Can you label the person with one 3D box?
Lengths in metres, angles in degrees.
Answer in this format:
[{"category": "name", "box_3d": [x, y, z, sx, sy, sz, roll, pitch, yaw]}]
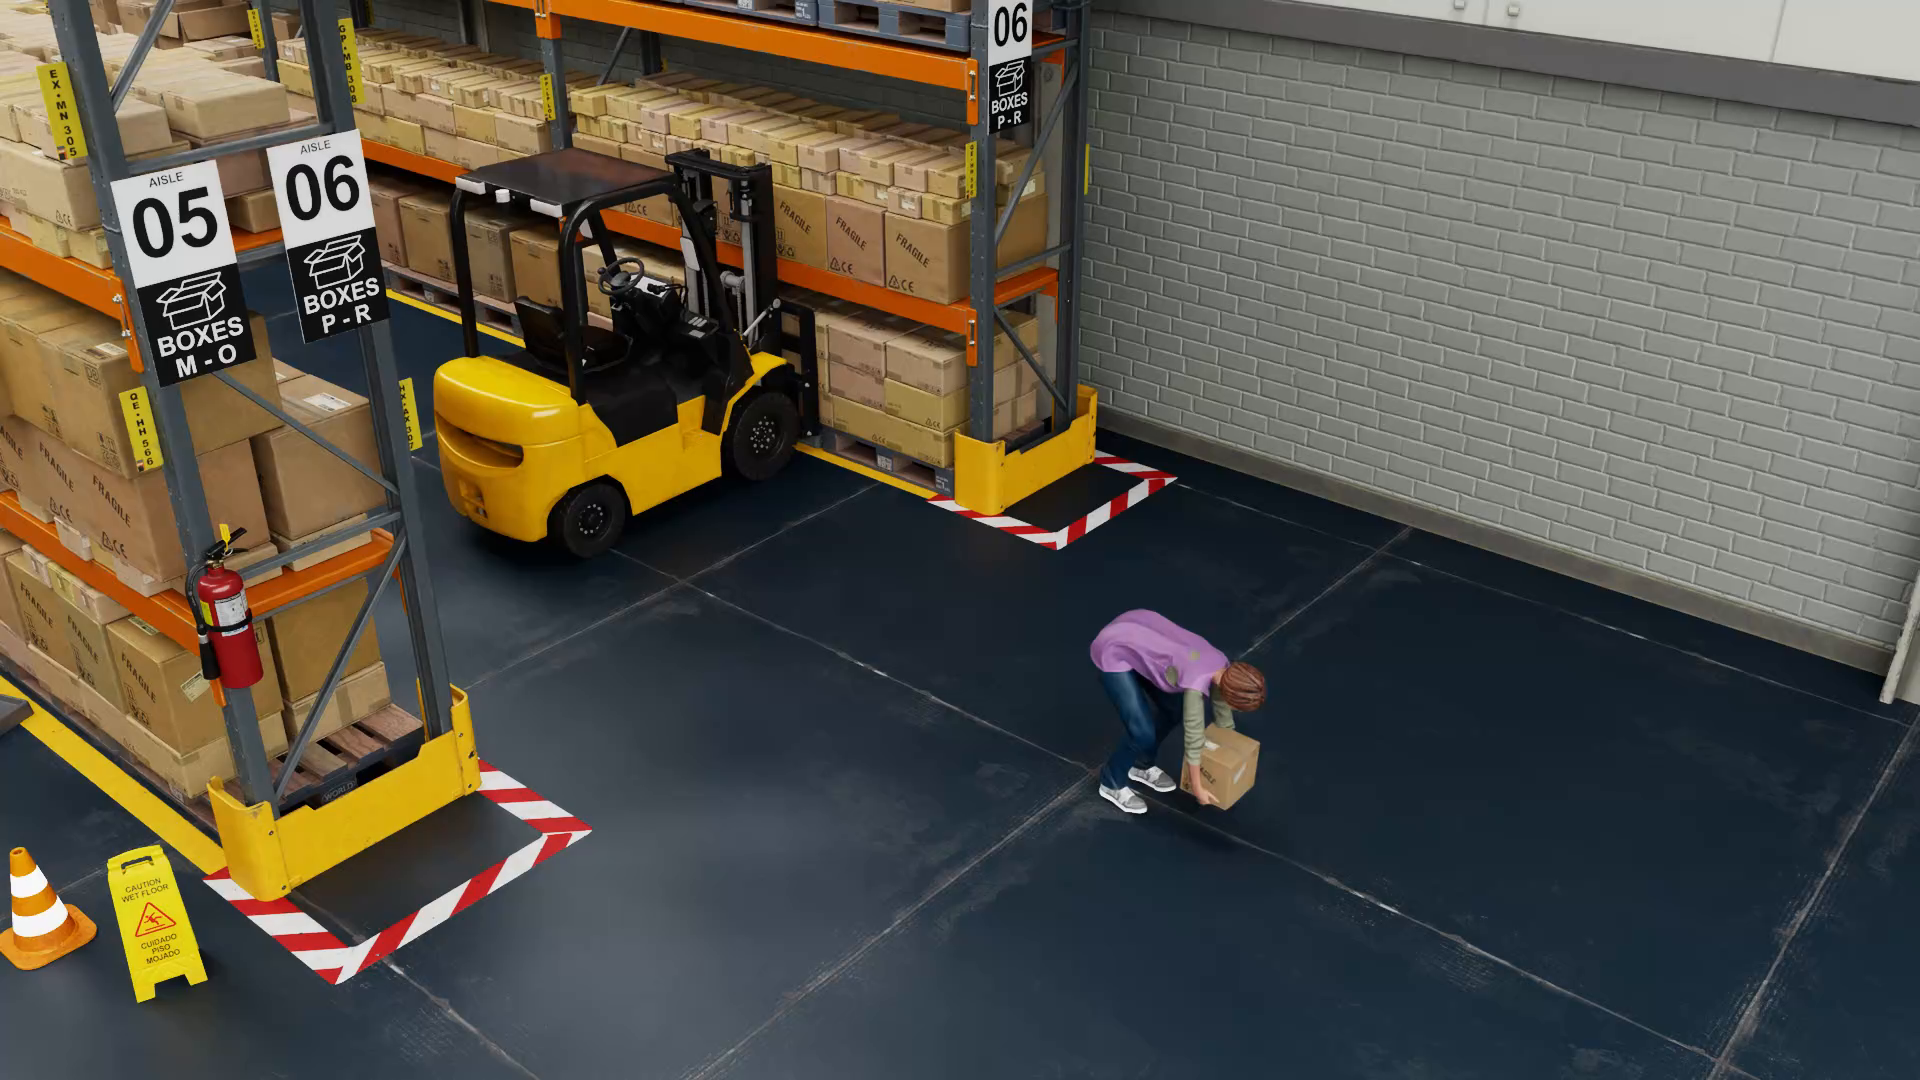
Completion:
[{"category": "person", "box_3d": [0.996, 0.841, 7.695, 0.871, 0.980, 0.403, 20, 33, 32]}]
